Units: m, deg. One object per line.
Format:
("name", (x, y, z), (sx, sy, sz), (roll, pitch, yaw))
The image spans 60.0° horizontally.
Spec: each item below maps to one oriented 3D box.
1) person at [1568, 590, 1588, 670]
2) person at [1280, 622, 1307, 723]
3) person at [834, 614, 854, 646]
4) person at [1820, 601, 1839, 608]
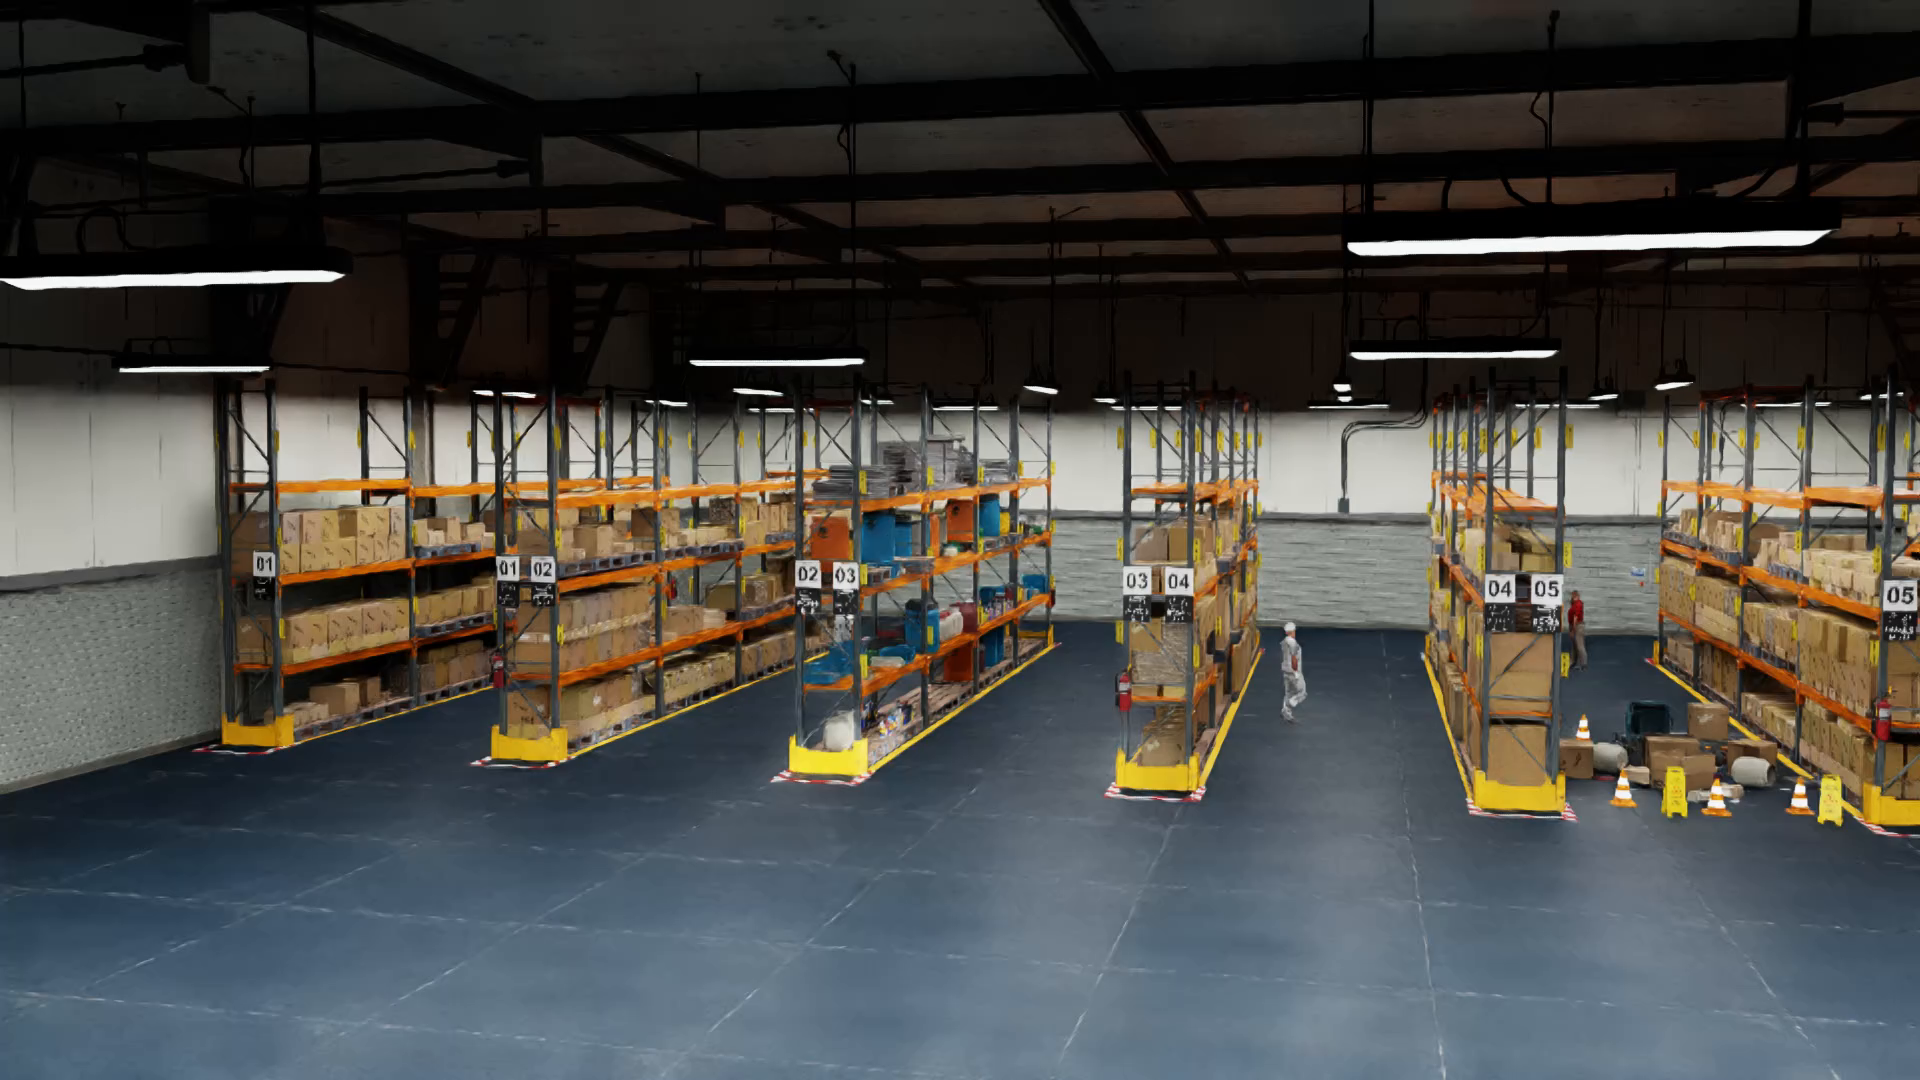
("person", (13.425, 1.950, 36.306), (0.590, 1.714, 0.685), (2, 4, 25))
("person", (5.846, 2.344, 29.388), (0.444, 1.786, 0.598), (-1, 4, -12))
("person", (-2.451, 2.069, 35.437), (0.493, 1.605, 1.000), (1, 4, 12))
("person", (20.102, 1.837, 38.306), (0.471, 1.712, 0.690), (-1, 4, -15))
